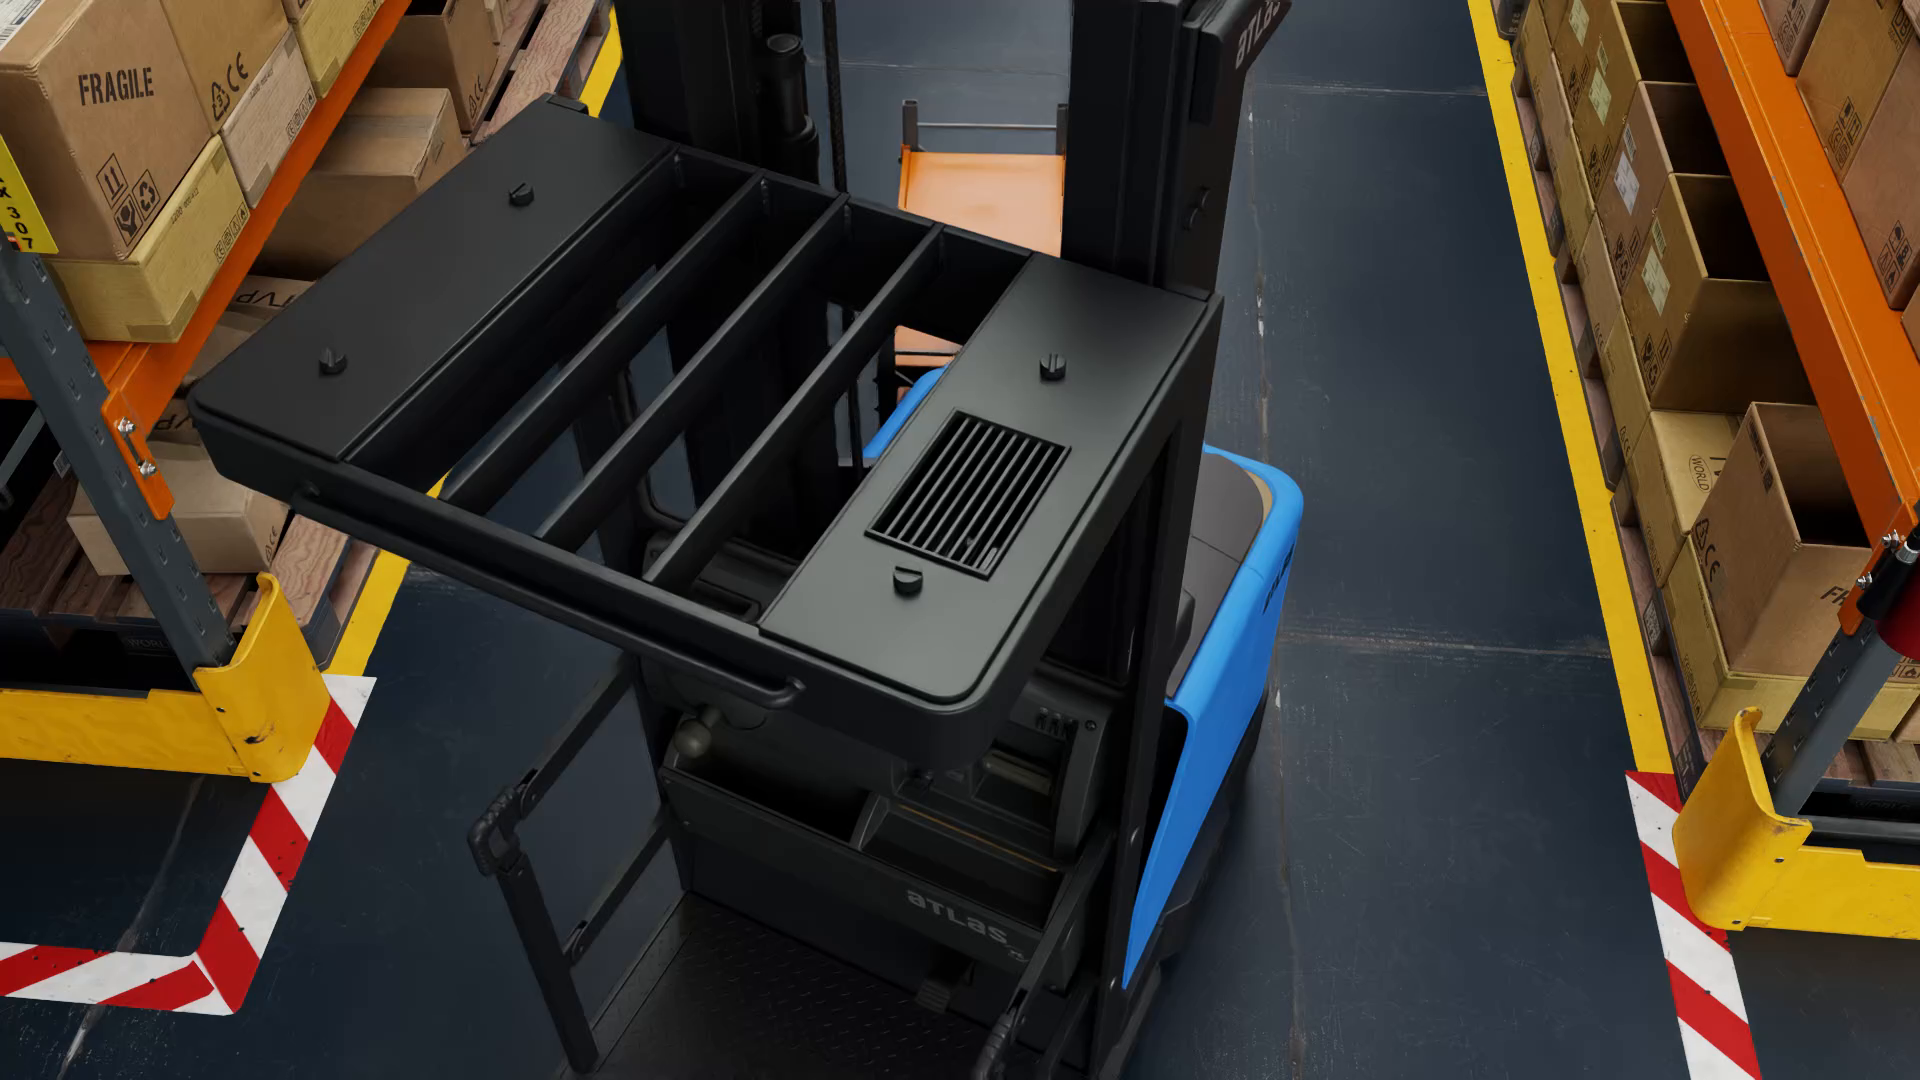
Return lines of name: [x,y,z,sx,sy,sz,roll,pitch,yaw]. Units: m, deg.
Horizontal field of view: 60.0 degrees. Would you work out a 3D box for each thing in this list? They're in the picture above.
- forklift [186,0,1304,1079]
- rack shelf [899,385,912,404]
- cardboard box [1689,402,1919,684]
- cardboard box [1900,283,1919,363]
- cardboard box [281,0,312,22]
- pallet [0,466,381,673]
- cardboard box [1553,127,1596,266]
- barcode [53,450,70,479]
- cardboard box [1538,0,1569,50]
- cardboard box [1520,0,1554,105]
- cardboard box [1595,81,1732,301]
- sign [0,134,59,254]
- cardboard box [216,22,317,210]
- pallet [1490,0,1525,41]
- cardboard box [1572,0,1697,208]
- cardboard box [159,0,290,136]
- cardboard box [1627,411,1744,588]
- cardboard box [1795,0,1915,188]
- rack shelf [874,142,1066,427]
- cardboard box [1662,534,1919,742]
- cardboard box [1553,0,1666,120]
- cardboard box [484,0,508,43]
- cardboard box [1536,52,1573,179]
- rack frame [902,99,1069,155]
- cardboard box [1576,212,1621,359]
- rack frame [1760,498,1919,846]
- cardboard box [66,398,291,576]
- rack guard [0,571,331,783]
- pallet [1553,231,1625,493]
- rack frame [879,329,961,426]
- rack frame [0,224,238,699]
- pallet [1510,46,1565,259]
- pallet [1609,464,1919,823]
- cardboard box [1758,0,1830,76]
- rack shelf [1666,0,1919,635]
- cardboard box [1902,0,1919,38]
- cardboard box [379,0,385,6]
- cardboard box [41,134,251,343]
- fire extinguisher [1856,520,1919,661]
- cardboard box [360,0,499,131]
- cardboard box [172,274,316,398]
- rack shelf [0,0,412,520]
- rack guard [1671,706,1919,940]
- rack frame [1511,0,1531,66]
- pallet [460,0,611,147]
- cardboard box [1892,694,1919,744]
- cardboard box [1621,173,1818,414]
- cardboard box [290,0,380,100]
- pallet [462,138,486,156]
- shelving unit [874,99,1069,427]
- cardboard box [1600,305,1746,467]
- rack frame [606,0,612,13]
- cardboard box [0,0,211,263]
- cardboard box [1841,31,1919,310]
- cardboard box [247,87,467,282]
forklift: [-0.275,0.400,2.898,1.130,2.935,3.031,20,51,17]
rack shelf: [0.062,-0.365,5.153,0.538,0.278,1.000,2,48,1]
cardboard box: [2.262,0.008,4.281,0.500,0.500,0.500,4,48,4]
cardboard box: [2.564,-0.487,3.595,0.700,0.500,0.500,4,48,4]
cardboard box: [-1.973,-1.723,4.373,0.500,0.500,0.500,2,48,2]
pallet: [-2.308,-0.151,5.245,1.003,0.211,1.213,4,48,4]
cardboard box: [2.428,-1.210,5.902,0.500,0.250,0.500,4,48,4]
barcode: [-2.668,-0.228,4.944,0.001,0.075,0.075,4,48,4]
cardboard box: [2.519,-2.198,6.298,0.500,0.500,0.500,4,48,4]
cardboard box: [2.529,-1.944,6.574,0.500,0.250,0.500,4,48,4]
cardboard box: [2.385,-1.095,5.289,0.500,0.500,0.500,4,48,4]
sign: [-1.884,-0.697,3.268,0.100,0.325,0.005,4,48,4]
cardboard box: [-2.031,-1.117,4.327,0.500,0.250,0.500,3,48,2]
pallet: [2.902,-2.653,7.534,1.003,0.211,1.213,4,48,4]
cardboard box: [2.428,-1.463,5.626,0.500,0.500,0.500,4,48,4]
cardboard box: [-2.027,-1.344,4.026,0.500,0.500,0.500,4,48,4]
cardboard box: [2.297,-0.107,4.894,0.500,0.250,0.500,4,48,4]
cardboard box: [2.658,-1.238,4.282,0.700,0.500,0.500,4,48,4]
rack shelf: [0.062,-0.728,4.757,0.538,0.278,1.000,2,48,1]
cardboard box: [2.264,0.261,4.557,0.500,0.250,0.500,4,48,4]
cardboard box: [2.482,-1.830,5.961,0.500,0.500,0.500,4,48,4]
cardboard box: [-2.079,-2.178,6.831,0.380,0.166,0.250,-2,48,-2]
cardboard box: [2.479,-1.577,6.238,0.500,0.250,0.500,4,48,4]
rack frame: [0.081,-0.905,5.316,0.500,1.125,0.032,2,48,1]
cardboard box: [2.388,-0.842,5.566,0.500,0.250,0.500,4,48,4]
rack frame: [2.509,-0.111,3.319,1.000,3.000,0.127,4,48,4]
cardboard box: [-2.272,-0.185,4.910,0.500,0.311,0.500,-1,48,-1]
rack guard: [-2.418,0.346,4.594,1.175,0.500,0.348,4,48,4]
pallet: [2.651,-0.629,5.682,1.003,0.211,1.213,4,48,4]
rack frame: [0.043,-0.155,4.630,0.500,1.125,0.032,2,48,1]
rack frame: [-2.424,-0.442,3.621,1.000,3.000,0.127,4,48,4]
pallet: [2.759,-1.528,6.504,1.003,0.211,1.213,4,48,4]
pallet: [2.537,0.265,4.864,1.003,0.211,1.213,4,48,4]
cardboard box: [2.703,-1.625,4.636,0.700,0.500,0.500,5,48,5]
rack shelf: [2.691,-1.338,4.928,1.077,0.370,4.000,4,48,4]
cardboard box: [2.425,-1.222,3.828,0.380,0.149,0.250,4,48,4]
cardboard box: [-1.930,-1.863,5.009,0.500,0.250,0.500,4,48,4]
cardboard box: [-2.064,-0.735,3.977,0.500,0.250,0.500,3,48,2]
fire extinguisher: [2.036,-0.029,3.297,0.296,0.674,0.183,4,48,4]
cardboard box: [-2.115,-1.920,6.369,0.500,0.500,0.500,1,48,1]
cardboard box: [-2.220,-0.604,5.293,0.500,0.311,0.500,7,48,7]
rack shelf: [-2.242,-1.668,5.231,1.077,0.370,4.000,4,48,4]
rack guard: [2.507,0.750,4.225,1.175,0.500,0.348,4,48,4]
rack frame: [2.874,-3.050,6.007,1.000,3.000,0.127,4,48,4]
pallet: [-2.086,-1.944,6.885,1.003,0.211,1.213,4,48,4]
cardboard box: [2.779,0.296,4.525,0.500,0.250,0.500,4,48,4]
cardboard box: [2.338,-0.728,4.954,0.500,0.500,0.500,4,48,4]
cardboard box: [-1.978,-1.491,4.669,0.500,0.250,0.500,3,48,3]
pallet: [-2.194,-1.045,6.063,1.003,0.211,1.213,4,48,4]
shelving unit: [0.062,-0.530,4.973,0.538,1.125,1.048,2,48,1]
cardboard box: [2.341,-0.475,5.230,0.500,0.250,0.500,4,48,4]
rack frame: [-2.060,-3.381,6.309,1.000,3.000,0.127,4,48,4]
cardboard box: [-2.082,-0.981,3.695,0.500,0.500,0.500,4,48,4]
cardboard box: [2.607,-0.873,3.948,0.700,0.500,0.500,5,48,5]
cardboard box: [-2.103,-1.203,5.714,0.700,0.500,0.500,1,48,1]
